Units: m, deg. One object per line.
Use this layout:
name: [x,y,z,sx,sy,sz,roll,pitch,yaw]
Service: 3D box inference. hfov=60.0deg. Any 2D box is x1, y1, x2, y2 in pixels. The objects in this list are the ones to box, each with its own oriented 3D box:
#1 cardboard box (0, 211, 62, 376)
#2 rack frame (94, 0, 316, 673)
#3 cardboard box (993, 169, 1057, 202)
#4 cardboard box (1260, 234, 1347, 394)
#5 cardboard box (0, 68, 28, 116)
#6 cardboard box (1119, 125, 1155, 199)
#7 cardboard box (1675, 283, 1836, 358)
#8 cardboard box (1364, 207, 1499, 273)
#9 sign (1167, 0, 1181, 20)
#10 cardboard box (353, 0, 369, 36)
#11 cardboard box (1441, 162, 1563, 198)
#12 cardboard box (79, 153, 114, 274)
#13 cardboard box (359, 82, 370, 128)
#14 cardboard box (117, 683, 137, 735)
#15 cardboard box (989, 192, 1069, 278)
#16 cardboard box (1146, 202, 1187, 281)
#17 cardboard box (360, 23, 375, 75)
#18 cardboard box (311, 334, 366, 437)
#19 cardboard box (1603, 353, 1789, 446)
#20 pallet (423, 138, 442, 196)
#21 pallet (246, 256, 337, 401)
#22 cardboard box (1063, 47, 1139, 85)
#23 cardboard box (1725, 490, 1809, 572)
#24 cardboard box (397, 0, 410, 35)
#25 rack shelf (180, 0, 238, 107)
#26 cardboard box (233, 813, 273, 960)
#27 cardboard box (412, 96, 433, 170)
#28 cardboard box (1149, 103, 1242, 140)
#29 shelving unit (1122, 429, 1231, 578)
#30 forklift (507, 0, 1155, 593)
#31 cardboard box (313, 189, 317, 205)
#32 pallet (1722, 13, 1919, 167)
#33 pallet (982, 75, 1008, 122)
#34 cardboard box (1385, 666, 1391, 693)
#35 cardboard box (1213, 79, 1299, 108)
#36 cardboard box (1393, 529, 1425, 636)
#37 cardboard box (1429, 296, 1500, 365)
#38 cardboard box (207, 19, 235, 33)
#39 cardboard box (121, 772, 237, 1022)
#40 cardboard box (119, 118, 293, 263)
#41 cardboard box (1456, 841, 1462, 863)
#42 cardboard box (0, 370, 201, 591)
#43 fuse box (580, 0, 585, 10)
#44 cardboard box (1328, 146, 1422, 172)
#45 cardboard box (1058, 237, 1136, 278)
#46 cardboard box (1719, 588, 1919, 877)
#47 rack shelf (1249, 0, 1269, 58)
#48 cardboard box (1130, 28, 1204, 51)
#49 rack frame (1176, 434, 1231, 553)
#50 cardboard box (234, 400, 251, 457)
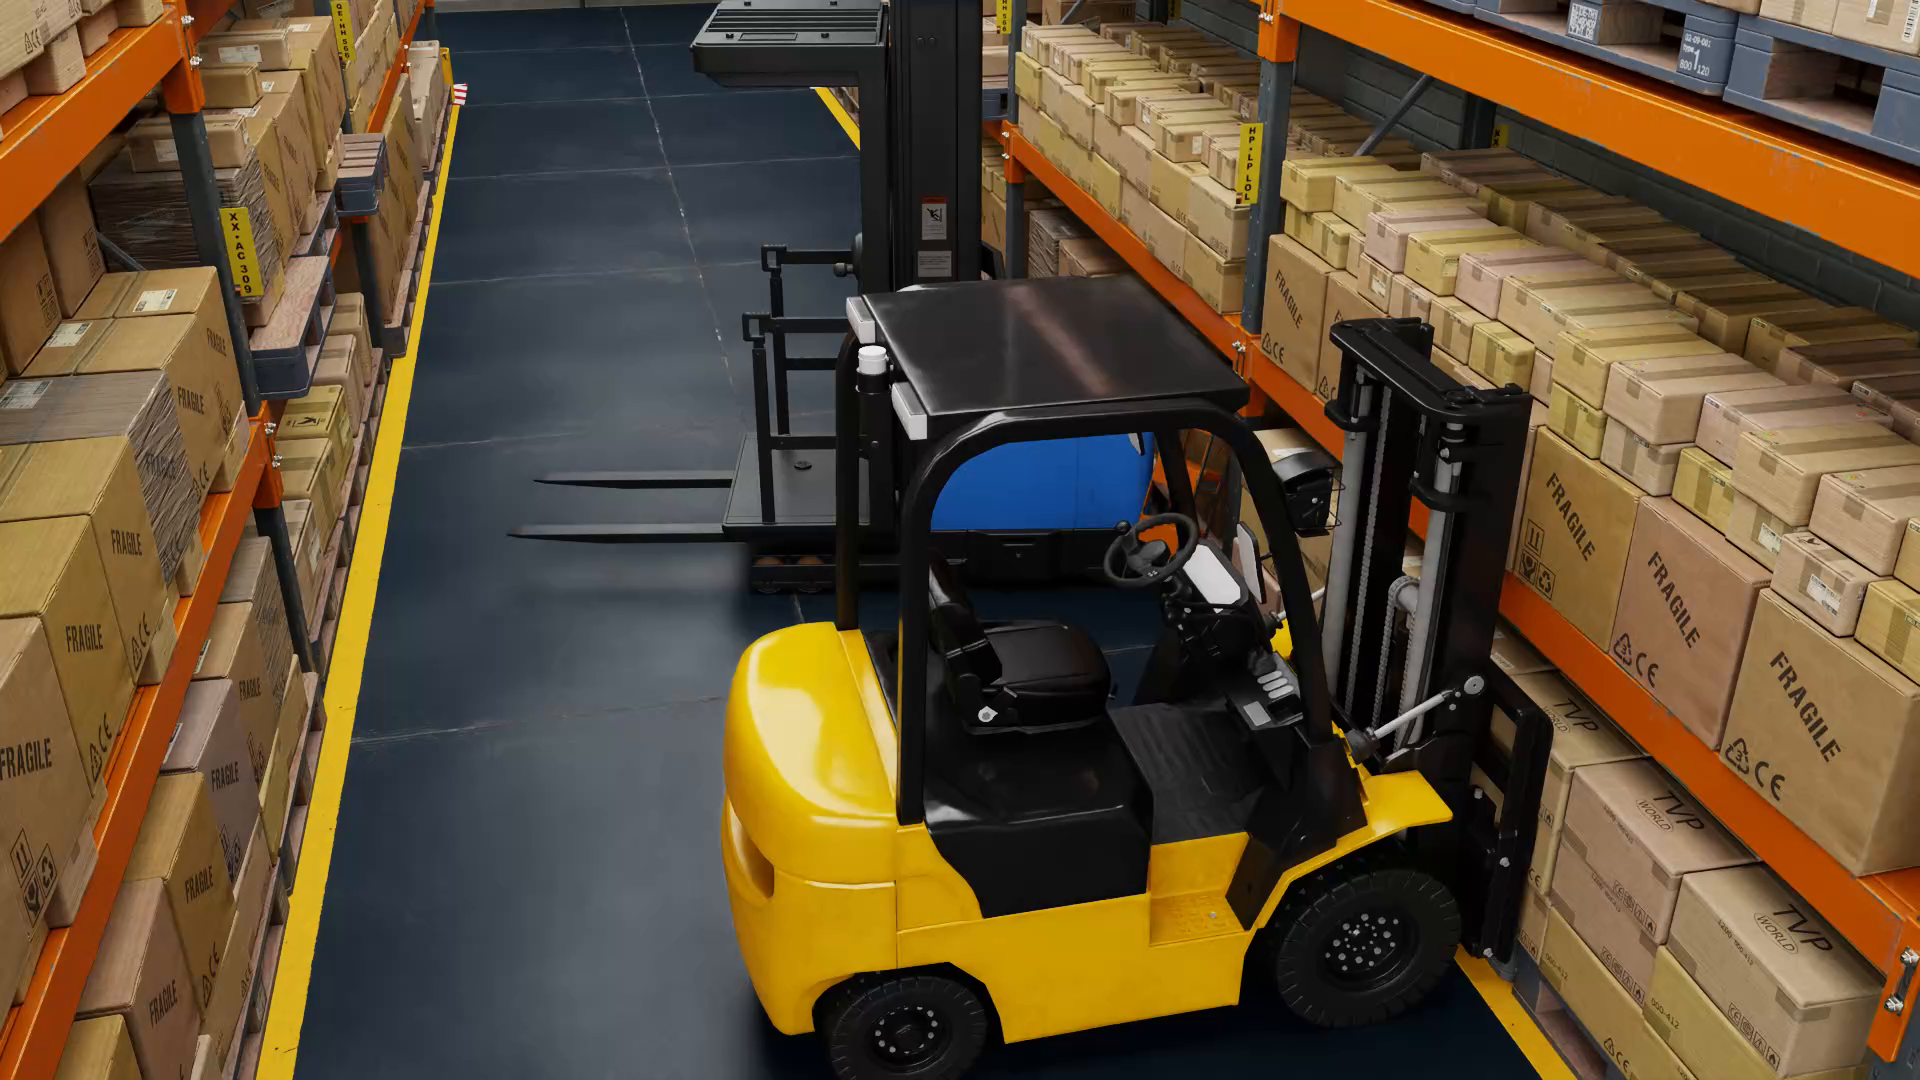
cardboard box: [-3.151,-0.779,4.913,0.700,0.500,0.500,-6,27,-11]
rack frame: [-3.132,-0.596,6.103,1.000,3.000,0.127,-6,27,-12]
cardboard box: [0.443,-2.410,11.285,0.380,0.149,0.250,-7,28,-14]
cardboard box: [1.548,-0.925,6.643,0.500,0.500,0.500,-7,28,-13]
cardboard box: [-2.570,-1.140,4.130,0.380,0.149,0.250,-5,27,-10]
cardboard box: [1.111,-1.898,8.293,0.500,0.250,0.500,-5,27,-11]
cardboard box: [2.416,-0.664,5.076,0.380,0.149,0.250,-6,27,-11]
cardboard box: [1.657,-1.059,5.858,0.380,0.149,0.250,-5,27,-10]
sign: [1.341,-3.433,10.437,0.100,0.325,0.005,-6,27,-12]
cardboard box: [-4.129,-3.530,10.695,0.500,0.500,0.500,-5,27,-10]
cardboard box: [2.085,-1.345,6.425,0.380,0.149,0.250,-7,28,-13]
cardboard box: [-3.460,-1.141,6.274,0.500,0.500,0.500,-6,27,-13]
cardboard box: [-4.032,-2.749,10.535,0.500,0.250,0.500,-7,28,-13]
cardboard box: [-2.409,0.413,4.382,0.380,0.149,0.250,-7,28,-13]
cardboard box: [0.497,-2.093,11.377,0.500,0.500,0.500,-5,27,-10]
cardboard box: [1.216,-1.450,7.960,0.500,0.250,0.500,-6,27,-12]
cardboard box: [-4.123,-3.203,10.879,0.500,0.250,0.500,-6,27,-12]
cardboard box: [-3.742,-0.795,8.946,0.950,0.372,0.625,-6,27,-13]
cardboard box: [1.997,-0.386,4.525,0.380,0.149,0.250,-5,27,-10]
pallet: [-5.030,-3.205,14.366,1.003,0.211,1.213,-6,27,-12]
pallet: [-3.163,-0.861,6.840,1.003,0.211,1.213,-6,27,-12]
cardboard box: [0.802,-2.682,9.403,0.380,0.149,0.250,-6,27,-11]
cardboard box: [2.168,-0.033,4.156,0.380,0.149,0.250,-5,27,-11]
cardboard box: [-4.786,-4.386,13.499,0.500,0.500,0.500,-5,27,-10]
rack shelf: [-3.583,-2.492,7.328,1.077,0.370,4.000,-6,27,-12]
cardboard box: [-2.497,1.132,5.263,0.500,0.250,0.500,-6,27,-11]
cardboard box: [-4.972,-3.439,14.111,0.875,0.438,0.875,-6,27,-12]
cardboard box: [1.143,-2.011,8.075,0.380,0.149,0.250,-7,28,-13]
shelving unit: [1.023,-0.242,7.545,0.252,1.050,0.215,25,16,40]
forklift: [-0.625,-1.302,7.576,3.031,2.935,1.130,-1,27,-1]
cardboard box: [-3.304,-1.636,7.974,0.380,0.149,0.250,-7,28,-13]
pallet: [2.470,-0.959,3.590,1.003,0.211,1.213,-6,27,-12]
pallet: [0.580,-3.063,11.202,1.213,0.211,1.003,-6,27,-12]
cardboard box: [1.729,0.401,6.157,0.500,0.250,0.500,-6,27,-12]
cardboard box: [1.534,-2.286,8.620,0.380,0.149,0.250,-6,27,-11]
cardboard box: [1.735,0.179,6.043,0.500,0.250,0.500,-5,27,-10]
cardboard box: [1.779,-0.705,5.487,0.380,0.149,0.250,-7,28,-13]
cardboard box: [-4.158,-2.496,8.960,0.500,0.500,0.500,-7,28,-13]
cardboard box: [-2.376,1.022,4.649,0.500,0.500,0.500,-5,27,-11]
cardboard box: [-3.072,-1.416,6.819,0.500,0.500,0.500,-6,27,-11]
cardboard box: [1.845,0.854,5.814,0.500,0.250,0.500,-5,27,-10]
cardboard box: [-2.546,-0.151,4.780,0.500,0.500,0.500,-5,27,-10]
fuse box: [-5.051,-7.912,22.026,0.539,1.711,0.414,-6,27,-12]
cardboard box: [1.833,-1.612,7.285,0.380,0.149,0.250,-7,28,-13]
cardboard box: [1.084,-1.424,9.912,0.875,0.625,0.625,-5,27,-10]
cardboard box: [2.238,0.420,3.978,0.500,0.500,0.500,-7,28,-13]
rack shelf: [1.252,-2.998,8.330,1.077,0.370,4.000,-6,27,-12]
cardboard box: [1.240,-2.966,9.967,0.380,0.149,0.250,-5,27,-10]
rack frame: [1.108,-0.202,7.467,0.008,1.050,0.200,25,16,40]
cardboard box: [-2.763,-0.374,5.941,0.380,0.149,0.250,-6,27,-12]
